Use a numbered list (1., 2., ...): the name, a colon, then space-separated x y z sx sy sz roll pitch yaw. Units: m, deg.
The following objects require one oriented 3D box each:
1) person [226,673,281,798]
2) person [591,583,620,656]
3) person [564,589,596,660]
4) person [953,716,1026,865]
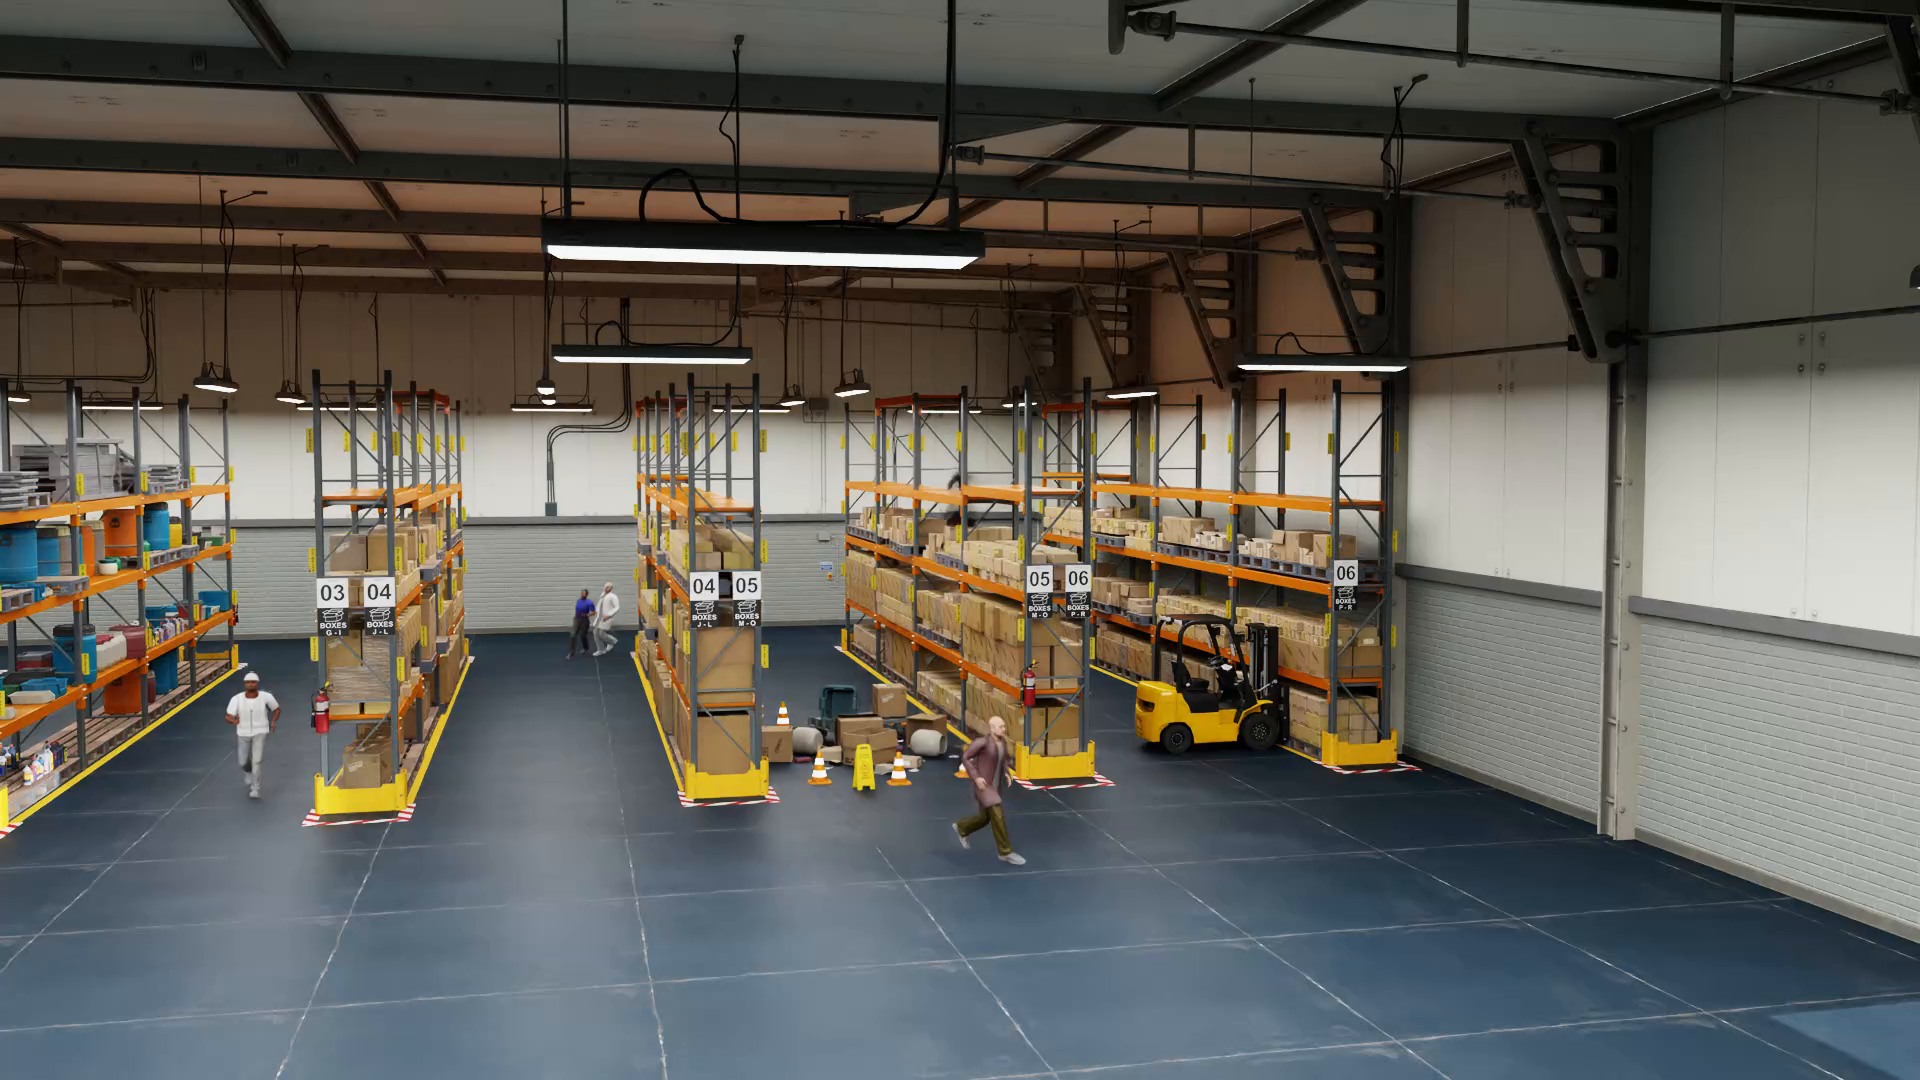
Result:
1. person: -10.083 2.763 23.715 0.718 1.742 0.866 -1 3 -16
2. person: -8.366 1.871 39.451 0.771 1.736 0.651 2 4 36
3. person: -8.802 2.003 38.909 0.630 1.551 0.864 1 3 16
4. person: 0.306 2.970 19.961 1.108 1.739 0.741 3 4 39
